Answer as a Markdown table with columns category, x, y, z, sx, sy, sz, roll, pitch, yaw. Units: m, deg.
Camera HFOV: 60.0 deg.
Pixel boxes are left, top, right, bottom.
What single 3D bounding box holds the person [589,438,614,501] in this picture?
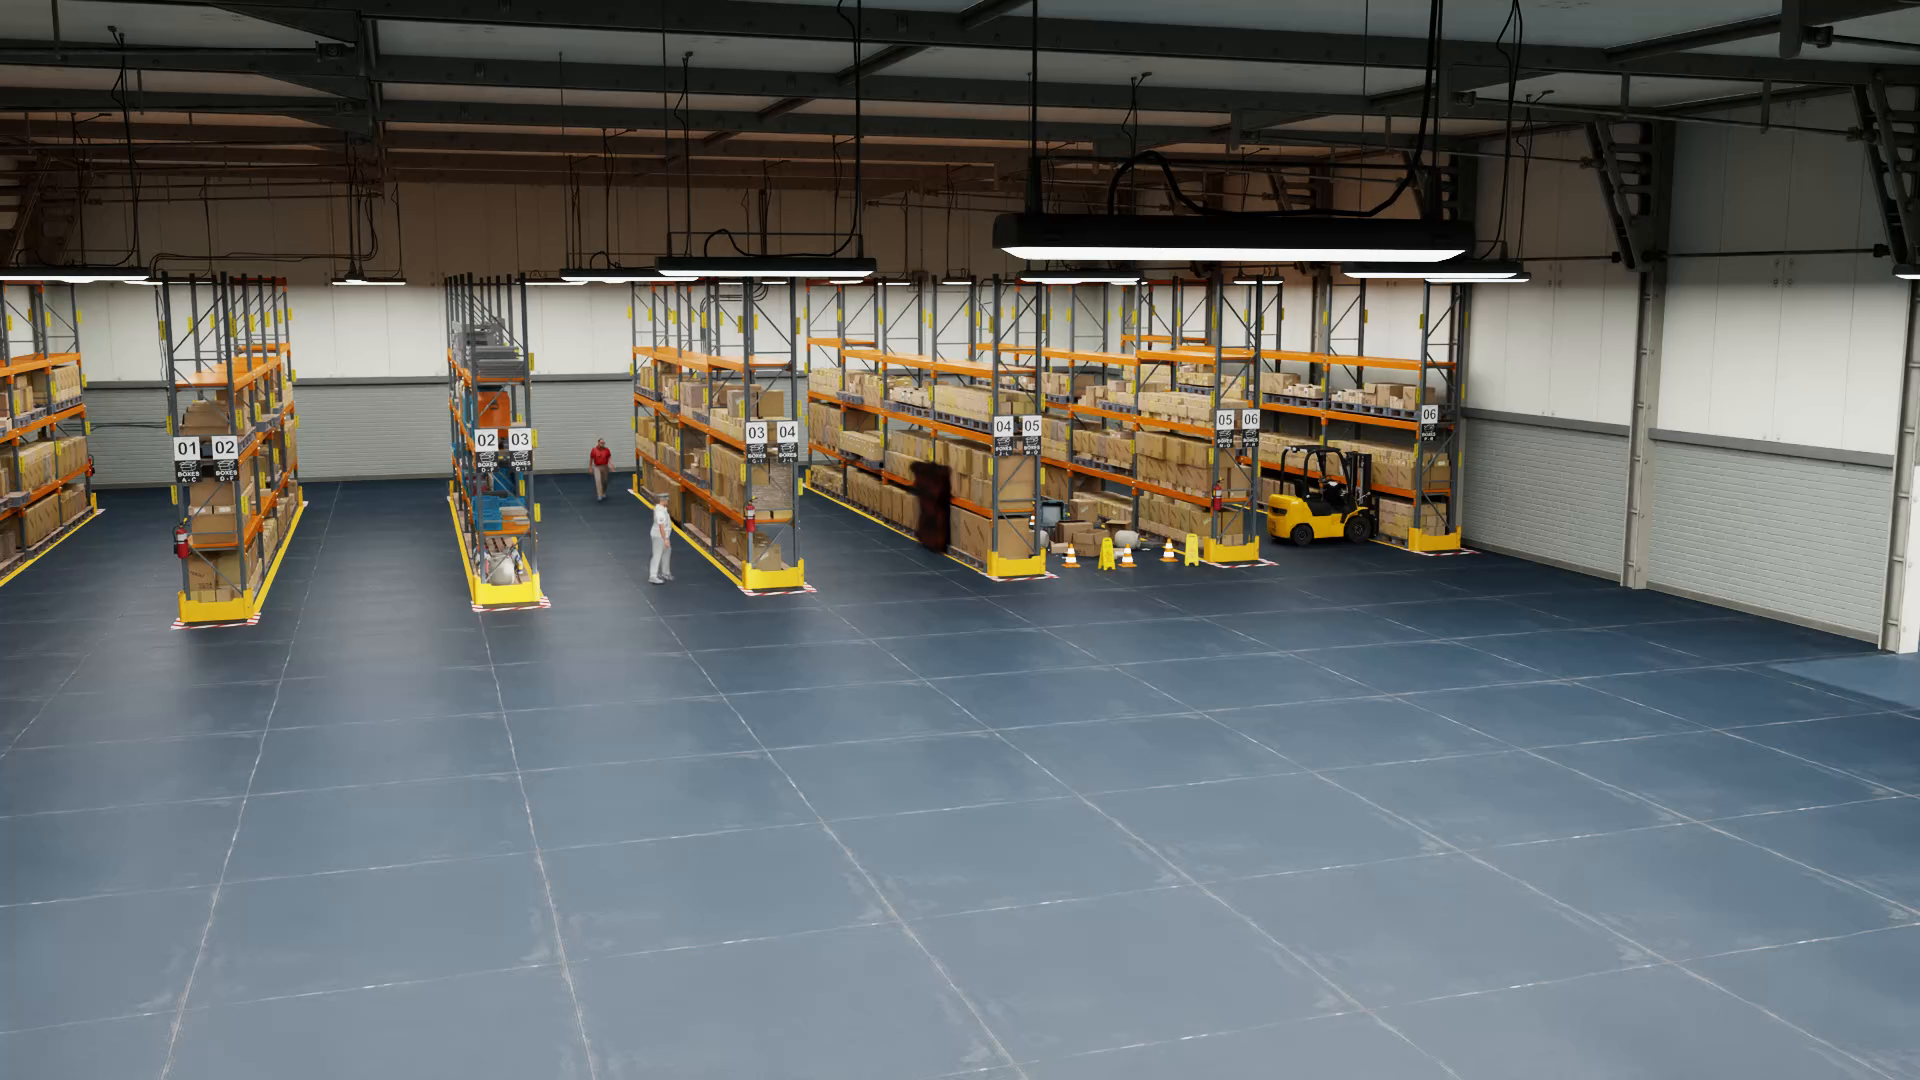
| category | x | y | z | sx | sy | sz | roll | pitch | yaw |
| --- | --- | --- | --- | --- | --- | --- | --- | --- | --- |
| person | -9.729 | -1.924 | 45.141 | 0.652 | 1.672 | 1.060 | -3 | 9 | -19 |

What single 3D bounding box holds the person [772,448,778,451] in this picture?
| category | x | y | z | sx | sy | sz | roll | pitch | yaw |
| --- | --- | --- | --- | --- | --- | --- | --- | --- | --- |
| person | -5.471 | -2.686 | 49.969 | 0.638 | 1.748 | 0.893 | 0 | 9 | 1 |

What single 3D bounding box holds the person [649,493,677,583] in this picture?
| category | x | y | z | sx | sy | sz | roll | pitch | yaw |
| --- | --- | --- | --- | --- | --- | --- | --- | --- | --- |
| person | -5.861 | -0.032 | 32.664 | 0.506 | 1.798 | 0.679 | 0 | 9 | -3 |
